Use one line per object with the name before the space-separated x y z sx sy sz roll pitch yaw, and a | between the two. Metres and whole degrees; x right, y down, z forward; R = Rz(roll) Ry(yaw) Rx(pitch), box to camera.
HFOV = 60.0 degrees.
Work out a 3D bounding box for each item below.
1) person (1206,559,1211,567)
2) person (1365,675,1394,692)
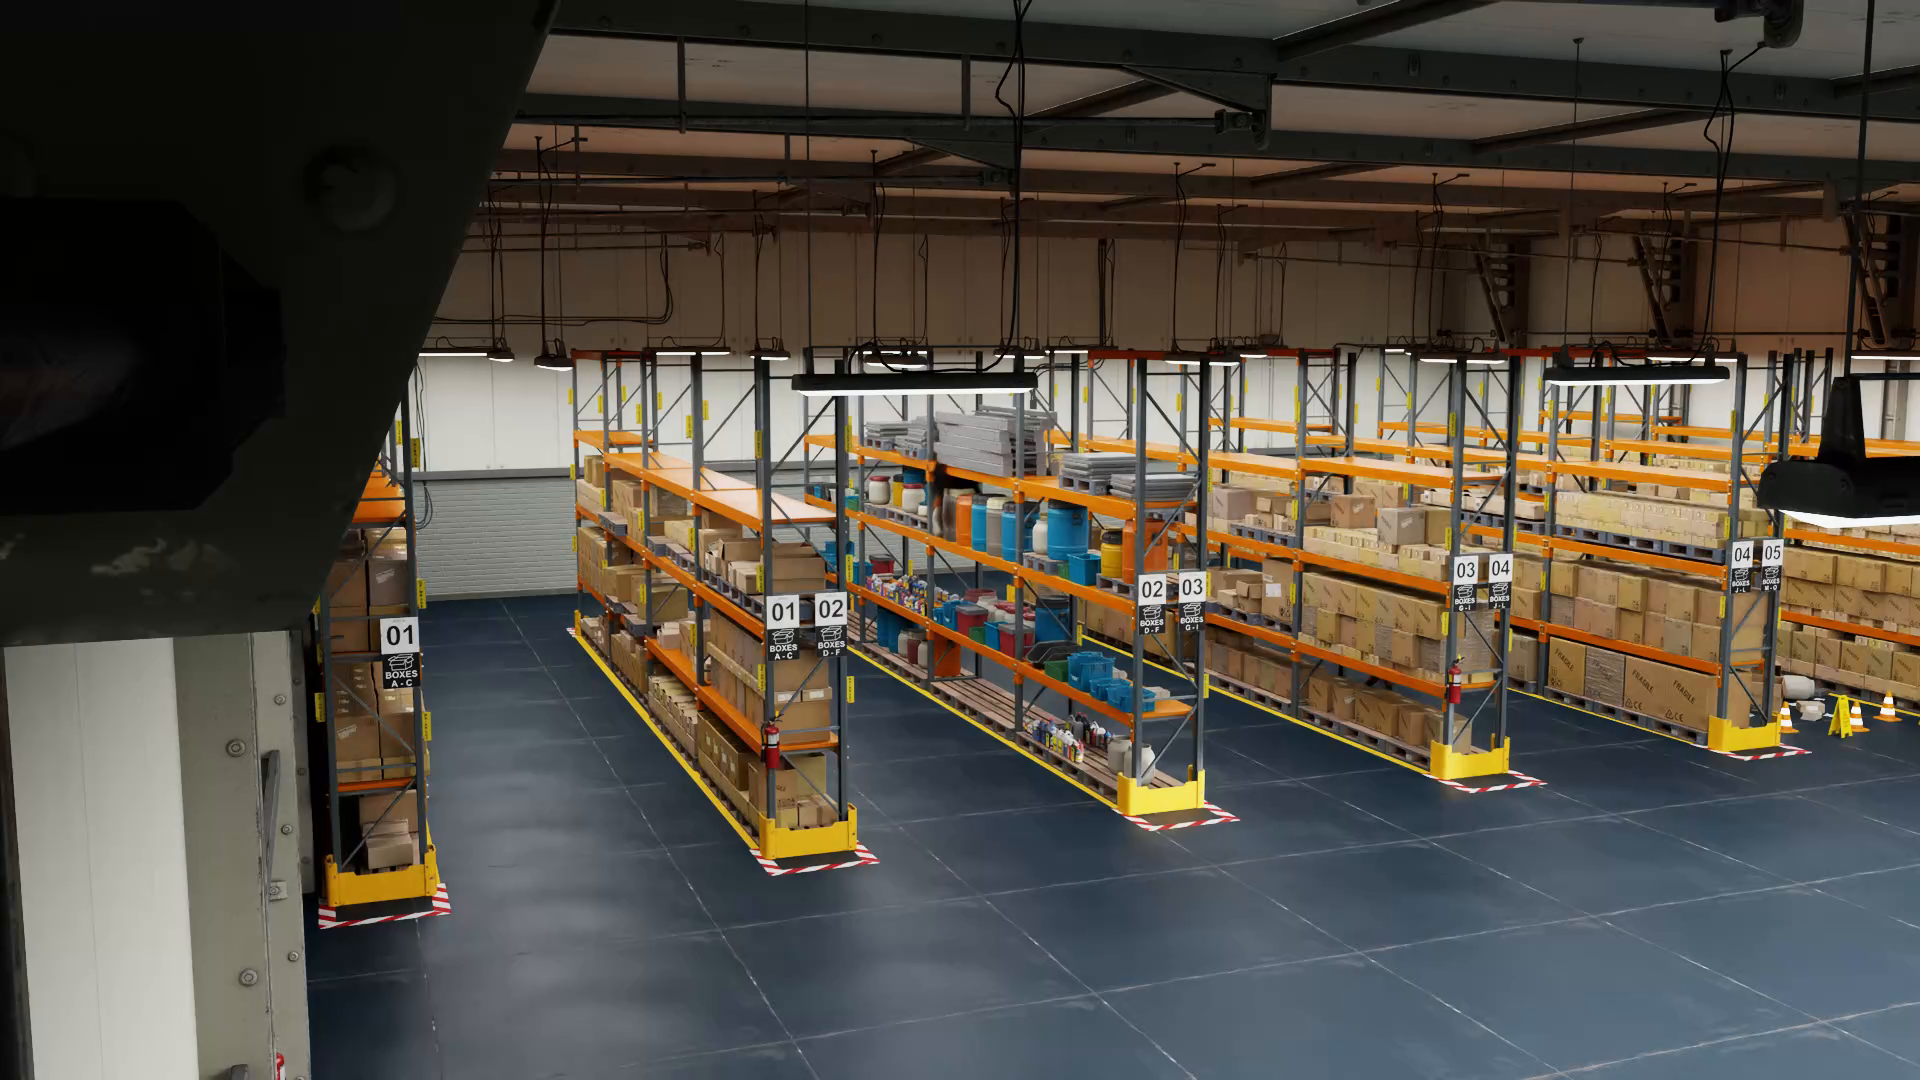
person | 5.076 1.224 34.446 0.605 1.680 0.637 -3 8 -25
person | 7.375 1.960 28.656 0.669 1.582 1.122 -3 8 -23
